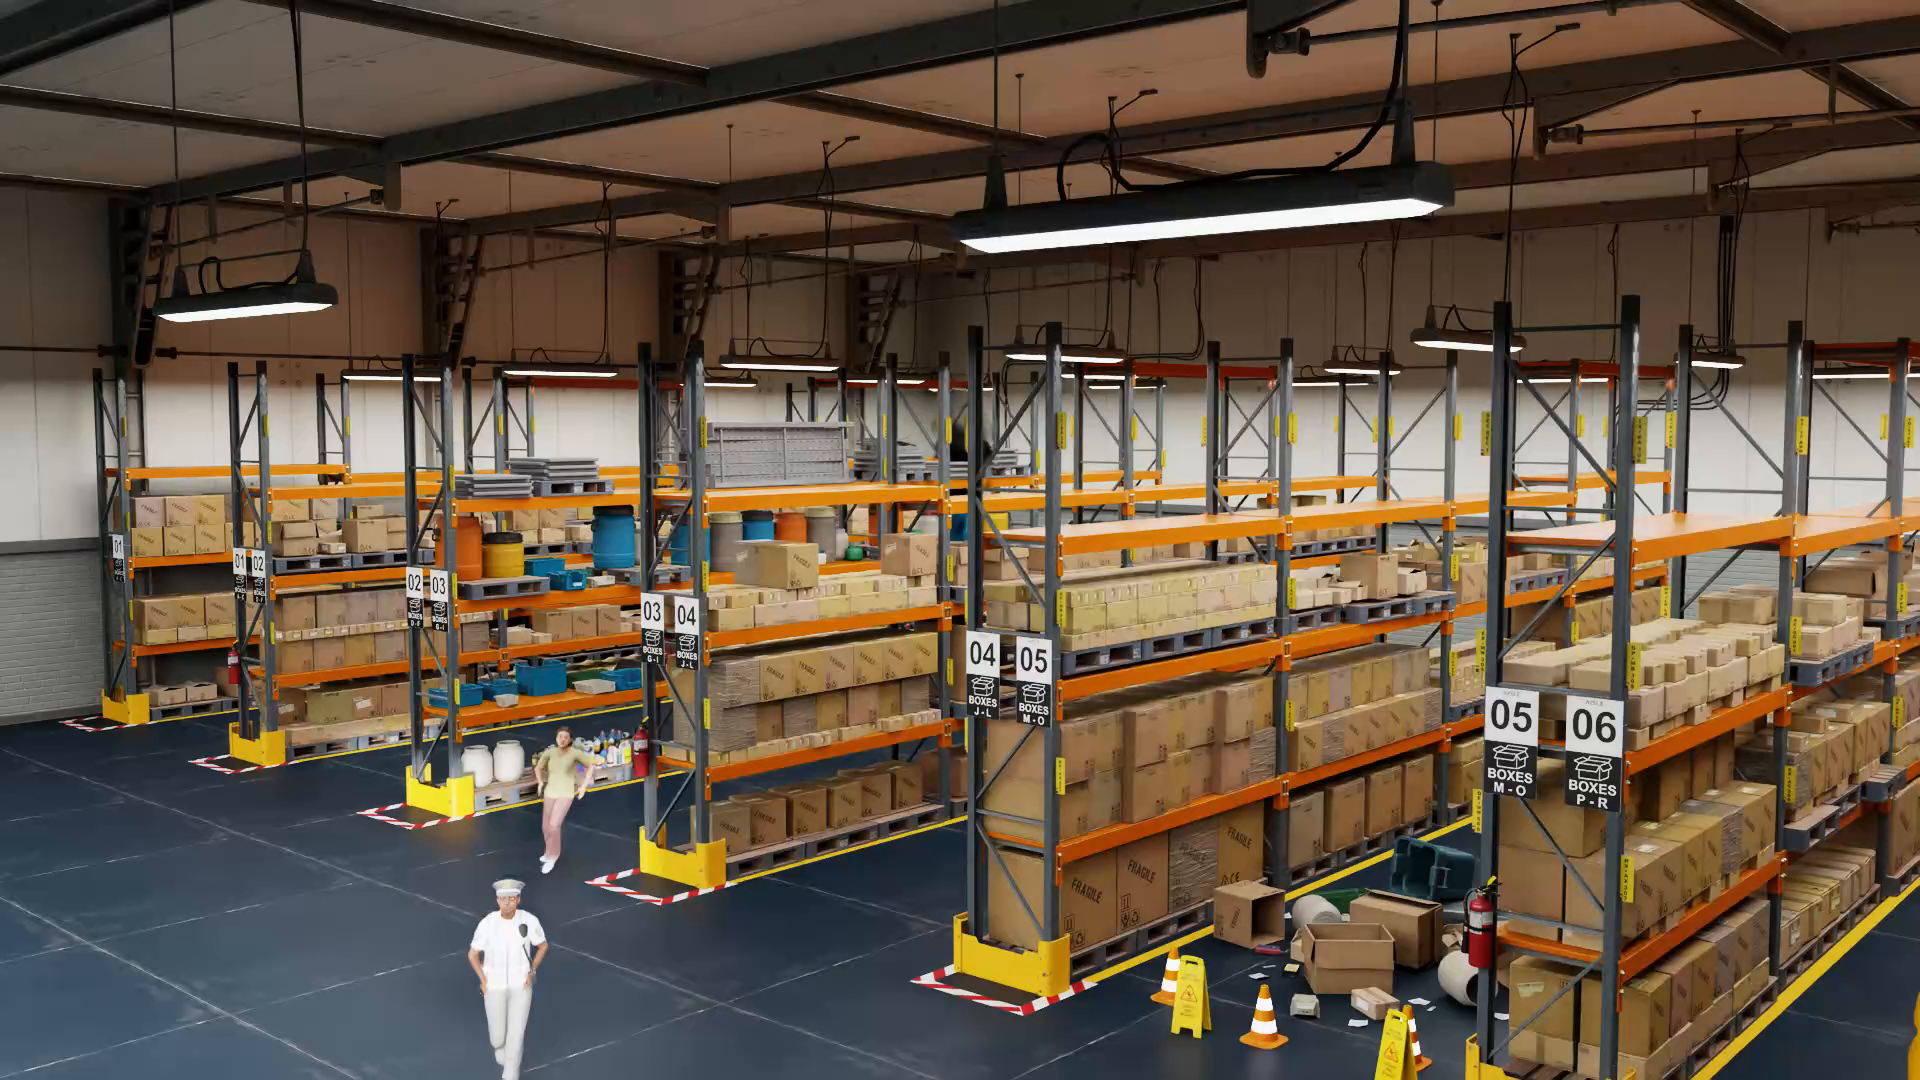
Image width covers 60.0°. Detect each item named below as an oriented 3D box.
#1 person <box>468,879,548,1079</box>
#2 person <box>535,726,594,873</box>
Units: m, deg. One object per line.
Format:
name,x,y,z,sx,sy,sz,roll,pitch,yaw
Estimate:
person,-3.451,3.393,12.726,0.593,1.662,0.727,-1,4,-15
person,-4.564,2.951,19.027,0.637,1.660,0.666,1,4,10
